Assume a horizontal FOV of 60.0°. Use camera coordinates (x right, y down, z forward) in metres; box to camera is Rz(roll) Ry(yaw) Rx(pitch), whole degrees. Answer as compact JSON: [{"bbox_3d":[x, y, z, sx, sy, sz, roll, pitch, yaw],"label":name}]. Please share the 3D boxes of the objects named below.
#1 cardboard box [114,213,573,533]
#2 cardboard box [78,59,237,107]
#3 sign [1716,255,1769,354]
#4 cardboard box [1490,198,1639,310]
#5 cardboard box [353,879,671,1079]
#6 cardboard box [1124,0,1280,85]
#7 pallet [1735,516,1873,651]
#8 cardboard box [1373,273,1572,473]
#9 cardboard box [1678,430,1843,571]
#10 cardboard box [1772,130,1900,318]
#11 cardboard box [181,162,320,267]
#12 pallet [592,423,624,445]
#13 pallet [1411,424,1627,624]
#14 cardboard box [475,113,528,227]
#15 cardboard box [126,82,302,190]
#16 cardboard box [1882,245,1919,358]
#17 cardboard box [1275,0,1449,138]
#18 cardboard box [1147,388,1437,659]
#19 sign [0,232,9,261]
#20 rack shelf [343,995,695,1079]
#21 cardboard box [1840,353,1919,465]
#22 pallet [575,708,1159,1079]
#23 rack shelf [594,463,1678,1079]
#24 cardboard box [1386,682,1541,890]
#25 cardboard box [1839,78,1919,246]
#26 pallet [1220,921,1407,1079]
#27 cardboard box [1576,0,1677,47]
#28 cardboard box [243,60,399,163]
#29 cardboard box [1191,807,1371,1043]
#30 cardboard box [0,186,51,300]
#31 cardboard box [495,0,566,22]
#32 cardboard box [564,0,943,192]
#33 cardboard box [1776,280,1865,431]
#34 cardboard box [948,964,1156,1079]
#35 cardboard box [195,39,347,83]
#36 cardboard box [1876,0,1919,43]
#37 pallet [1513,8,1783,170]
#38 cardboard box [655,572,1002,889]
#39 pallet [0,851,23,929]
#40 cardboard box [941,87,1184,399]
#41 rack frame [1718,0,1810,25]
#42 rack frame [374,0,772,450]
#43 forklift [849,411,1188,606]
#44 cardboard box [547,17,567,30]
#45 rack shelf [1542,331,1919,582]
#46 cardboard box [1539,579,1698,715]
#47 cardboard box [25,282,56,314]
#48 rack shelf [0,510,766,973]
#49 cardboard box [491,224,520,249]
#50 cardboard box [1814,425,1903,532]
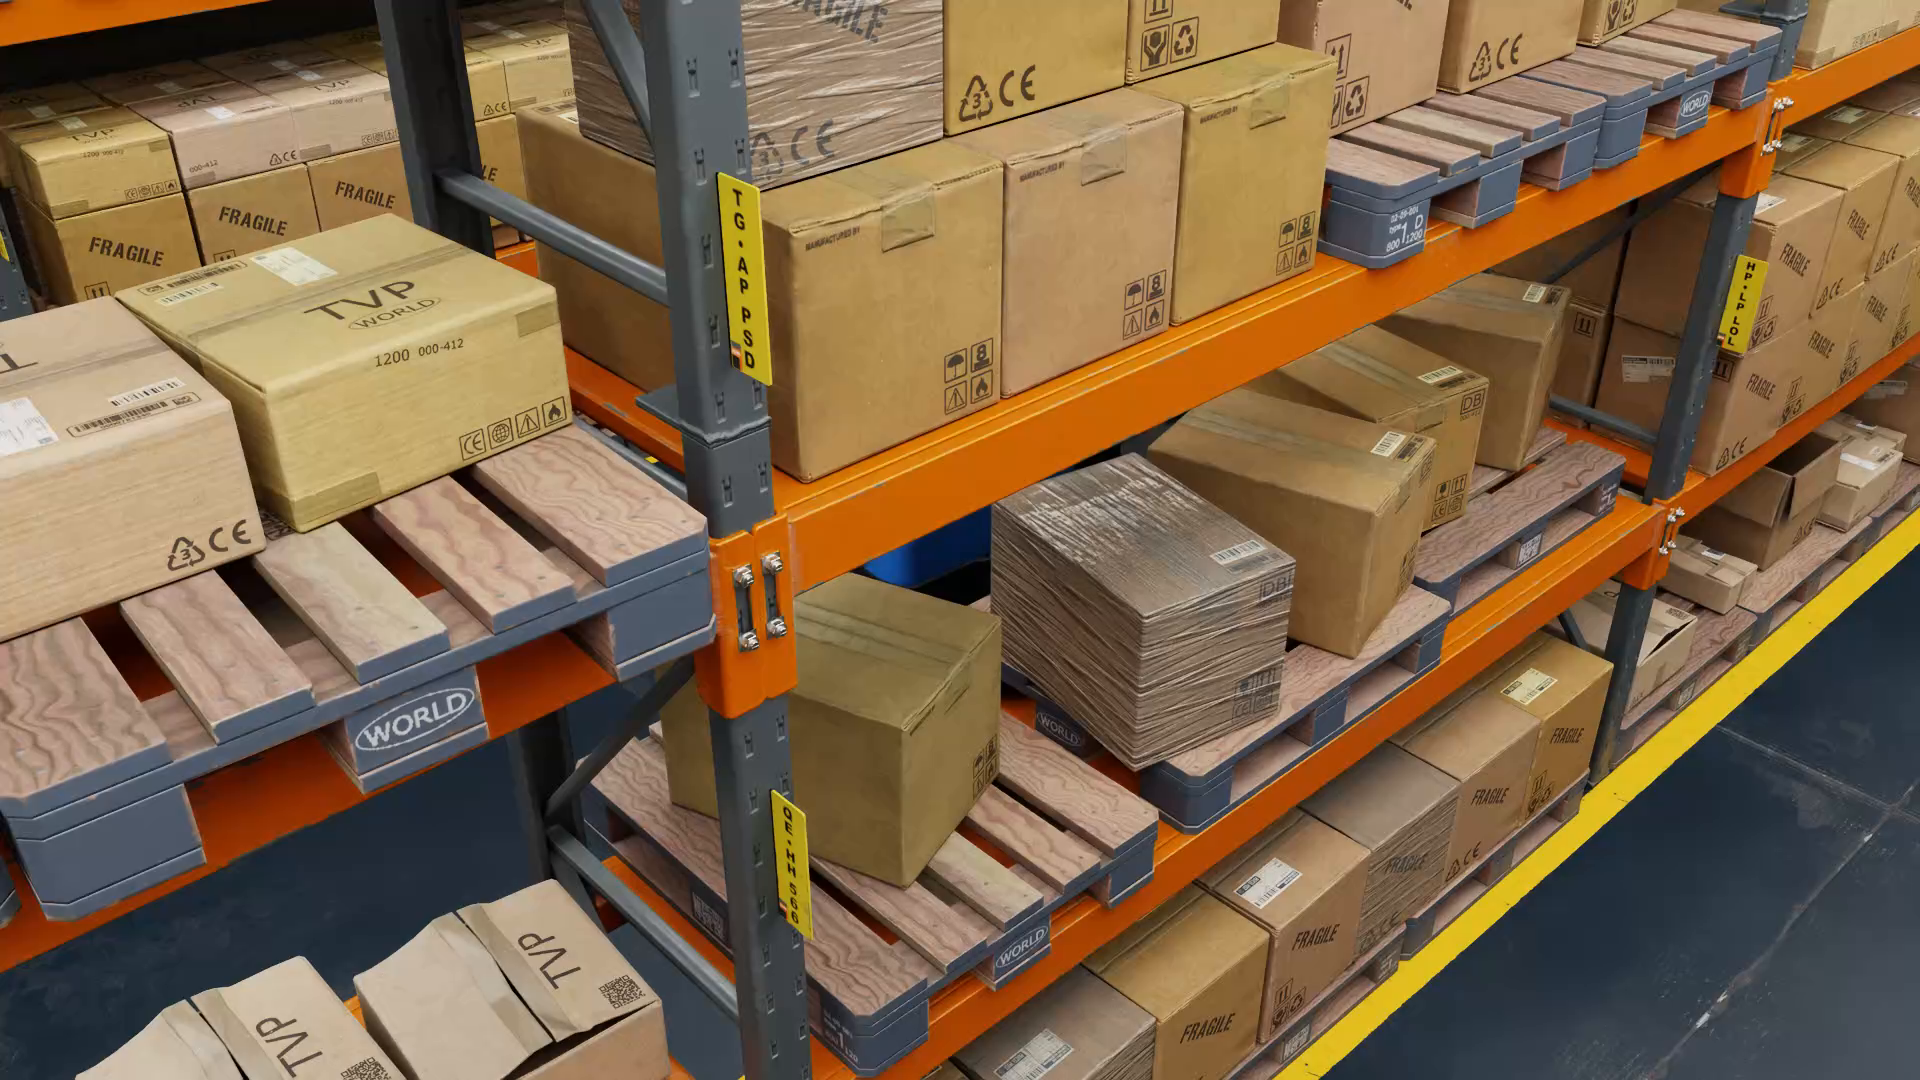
[{"bbox_3d":[-0.999,-0.295,2.724,0.500,0.250,0.500,26,40,35],"label":"cardboard box"},{"bbox_3d":[-3.537,-1.917,7.391,0.500,0.250,0.500,-27,41,-37],"label":"cardboard box"},{"bbox_3d":[2.608,-0.785,5.548,0.005,0.325,0.100,-26,40,-35],"label":"sign"},{"bbox_3d":[2.423,-1.249,6.364,0.500,0.500,0.500,-26,40,-35],"label":"cardboard box"},{"bbox_3d":[-1.001,1.067,3.715,0.500,0.311,0.500,-23,38,-33],"label":"cardboard box"},{"bbox_3d":[0.367,-1.346,3.646,0.500,0.500,0.500,-26,40,-35],"label":"cardboard box"},{"bbox_3d":[3.627,0.010,8.032,1.213,0.211,1.003,-26,40,-35],"label":"pallet"},{"bbox_3d":[1.729,-0.641,5.925,0.700,0.500,0.500,15,35,23],"label":"cardboard box"},{"bbox_3d":[3.602,-0.293,7.825,0.637,0.503,0.797,-26,40,-35],"label":"cardboard box"},{"bbox_3d":[3.143,-1.214,6.305,0.500,0.500,0.500,-27,41,-37],"label":"cardboard box"},{"bbox_3d":[-3.155,-1.411,7.283,0.500,0.500,0.500,-24,39,-34],"label":"cardboard box"},{"bbox_3d":[-2.552,-0.468,8.814,1.213,0.211,1.003,-26,40,-35],"label":"pallet"},{"bbox_3d":[1.568,-0.178,5.850,1.213,0.211,1.003,-26,40,-35],"label":"pallet"},{"bbox_3d":[-2.414,-1.775,7.877,0.500,0.500,0.500,-25,39,-34],"label":"cardboard box"},{"bbox_3d":[-3.174,-1.728,7.082,0.500,0.250,0.500,-26,40,-36],"label":"cardboard box"},{"bbox_3d":[3.901,-1.161,7.178,0.500,0.500,0.500,-26,40,-36],"label":"cardboard box"},{"bbox_3d":[0.833,-1.421,4.230,0.600,0.600,0.600,27,41,37],"label":"cardboard box"},{"bbox_3d":[0.975,-0.073,4.996,0.700,0.500,0.500,18,36,27],"label":"cardboard box"},{"bbox_3d":[-3.700,-1.233,6.357,0.005,0.325,0.100,-26,40,-35],"label":"sign"},{"bbox_3d":[-2.171,1.933,2.903,4.000,0.370,1.077,-26,40,-35],"label":"rack shelf"},{"bbox_3d":[4.930,-0.755,8.583,0.500,0.500,0.500,-26,40,-35],"label":"cardboard box"},{"bbox_3d":[-0.256,0.732,4.362,1.003,0.211,1.213,-26,40,-35],"label":"pallet"},{"bbox_3d":[0.762,0.514,5.223,4.000,0.370,1.077,-26,40,-35],"label":"rack shelf"},{"bbox_3d":[1.693,0.834,5.986,0.500,0.500,0.500,-26,40,-35],"label":"cardboard box"},{"bbox_3d":[3.898,-1.579,6.903,0.500,0.500,0.500,-24,39,-34],"label":"cardboard box"},{"bbox_3d":[0.763,1.426,5.716,1.213,0.211,1.003,-26,40,-35],"label":"pallet"},{"bbox_3d":[1.809,-1.896,5.005,0.600,0.600,0.600,25,39,35],"label":"cardboard box"},{"bbox_3d":[-2.810,-1.907,7.374,0.500,0.250,0.500,-26,40,-35],"label":"cardboard box"},{"bbox_3d":[0.954,1.193,5.399,0.500,0.500,0.500,-27,41,-37],"label":"cardboard box"},{"bbox_3d":[-3.909,-1.423,7.302,0.500,0.500,0.500,-26,40,-35],"label":"cardboard box"},{"bbox_3d":[-2.036,-2.642,8.576,0.500,0.250,0.500,-25,40,-35],"label":"cardboard box"},{"bbox_3d":[-0.381,-0.984,3.055,0.500,0.500,0.500,-26,40,-35],"label":"cardboard box"},{"bbox_3d":[3.161,-0.804,6.593,0.500,0.500,0.500,-25,39,-35],"label":"cardboard box"},{"bbox_3d":[0.203,1.556,4.805,0.500,0.500,0.500,-27,41,-37],"label":"cardboard box"},{"bbox_3d":[-3.159,-2.098,7.686,0.500,0.250,0.500,-27,41,-37],"label":"cardboard box"},{"bbox_3d":[3.122,-1.971,5.867,0.500,0.250,0.500,-26,40,-35],"label":"cardboard box"},{"bbox_3d":[1.702,-1.497,5.128,1.003,0.211,1.213,-26,40,-35],"label":"pallet"},{"bbox_3d":[-0.320,0.429,4.175,0.700,0.500,0.500,15,35,23],"label":"cardboard box"},{"bbox_3d":[-1.960,0.391,2.042,1.213,0.211,1.003,-24,39,-33],"label":"pallet"},{"bbox_3d":[-0.034,-0.754,3.636,0.500,0.500,0.910,-26,40,-35],"label":"cardboard box"},{"bbox_3d":[2.228,-3.061,4.630,0.127,3.000,1.000,-26,40,-35],"label":"rack frame"},{"bbox_3d":[-0.705,-1.642,2.310,0.127,3.000,1.000,-26,40,-35],"label":"rack frame"},{"bbox_3d":[0.566,-1.460,7.829,3.031,2.935,1.130,-23,38,-33],"label":"forklift"},{"bbox_3d":[-1.693,-2.452,8.266,0.500,0.250,0.500,-25,39,-34],"label":"cardboard box"},{"bbox_3d":[3.695,-0.904,7.543,4.000,0.370,1.077,-26,40,-35],"label":"rack shelf"},{"bbox_3d":[2.683,0.391,6.890,0.500,0.311,0.500,-26,40,-35],"label":"cardboard box"},{"bbox_3d":[-4.011,-1.092,7.381,0.250,0.149,0.380,-25,39,-35],"label":"cardboard box"},{"bbox_3d":[-2.171,0.654,2.120,4.000,0.370,1.077,-26,40,-35],"label":"rack shelf"},{"bbox_3d":[-2.362,-1.545,8.123,0.250,0.149,0.380,-24,39,-34],"label":"cardboard box"},{"bbox_3d":[4.213,-0.323,8.116,0.500,0.250,0.500,-26,40,-35],"label":"cardboard box"}]
